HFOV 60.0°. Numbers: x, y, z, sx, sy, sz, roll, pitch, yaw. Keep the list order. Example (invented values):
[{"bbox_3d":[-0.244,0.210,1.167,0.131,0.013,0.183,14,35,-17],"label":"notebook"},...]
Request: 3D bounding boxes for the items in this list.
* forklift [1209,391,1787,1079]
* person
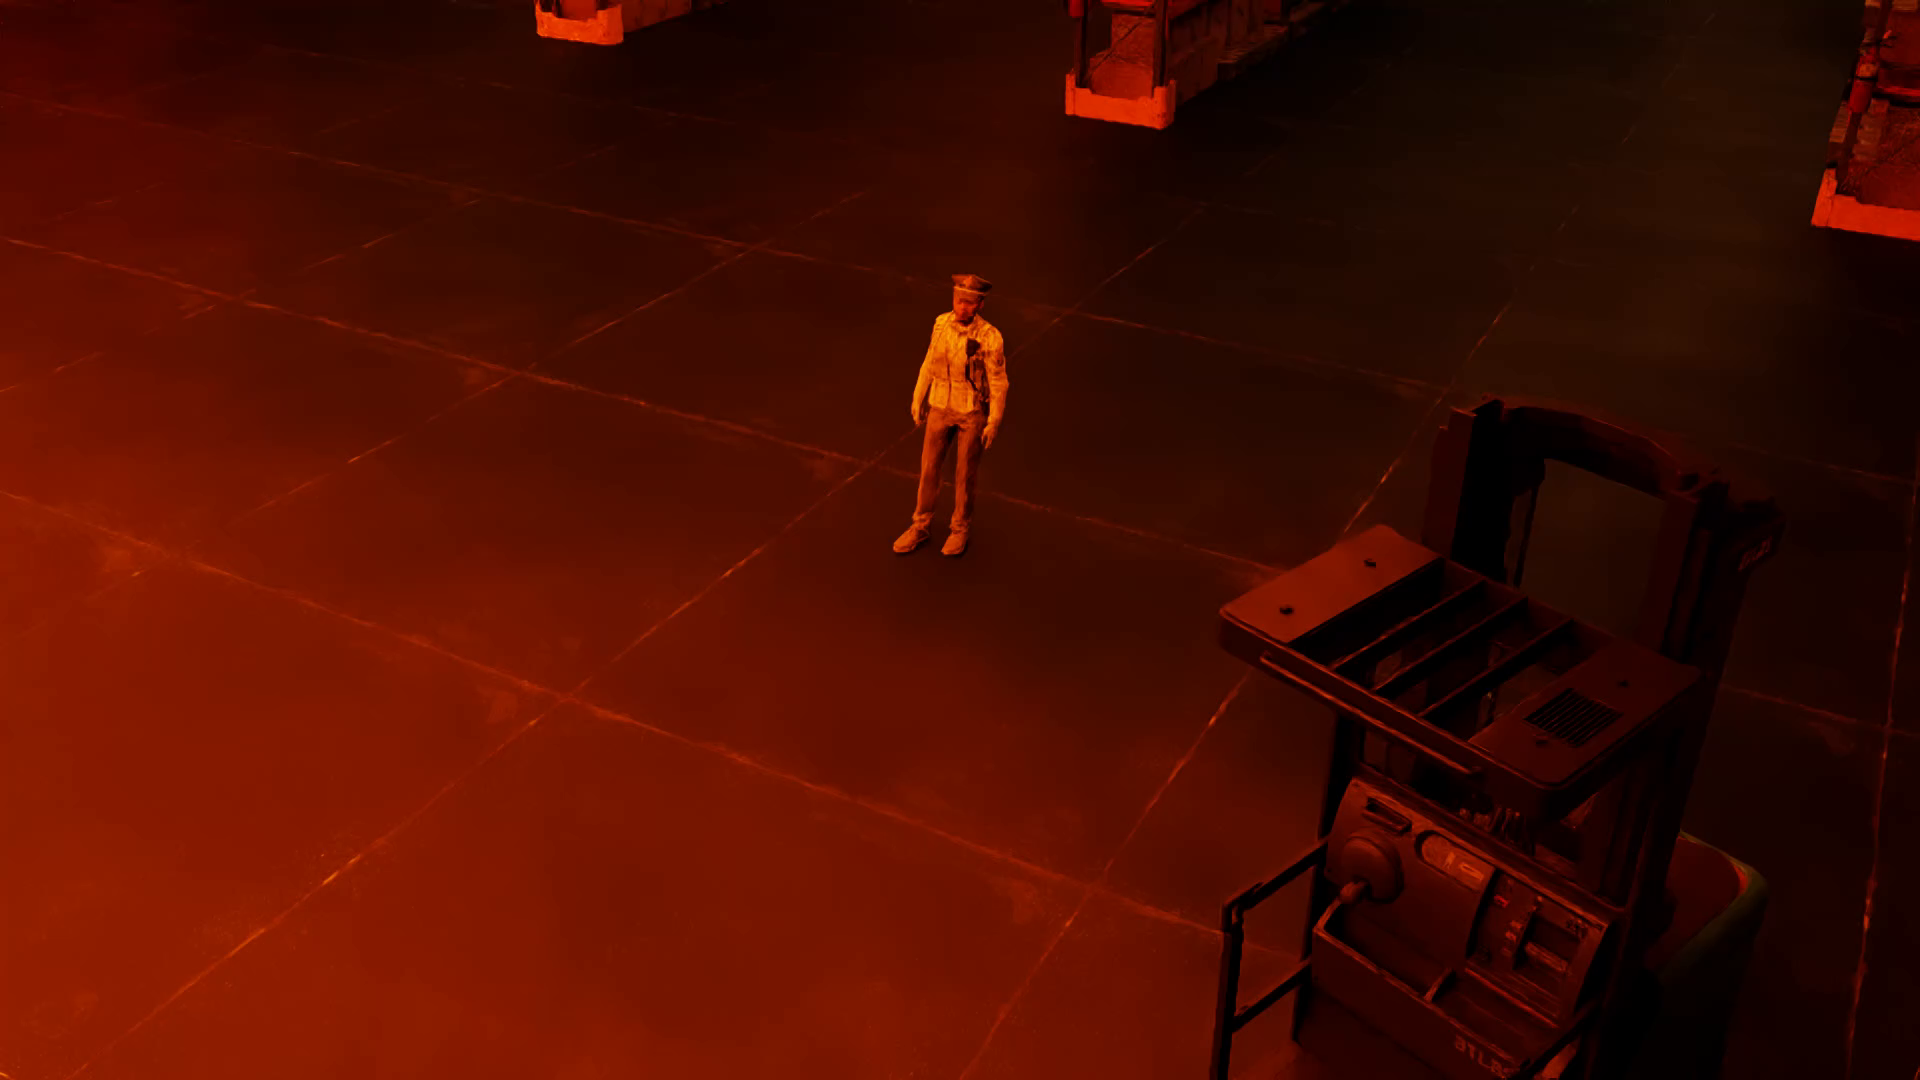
[{"bbox_3d":[1.414,1.140,5.096,3.031,2.935,1.130,-24,37,-35],"label":"forklift"},{"bbox_3d":[-0.039,-0.711,9.528,0.586,1.692,0.533,15,33,25],"label":"person"}]
